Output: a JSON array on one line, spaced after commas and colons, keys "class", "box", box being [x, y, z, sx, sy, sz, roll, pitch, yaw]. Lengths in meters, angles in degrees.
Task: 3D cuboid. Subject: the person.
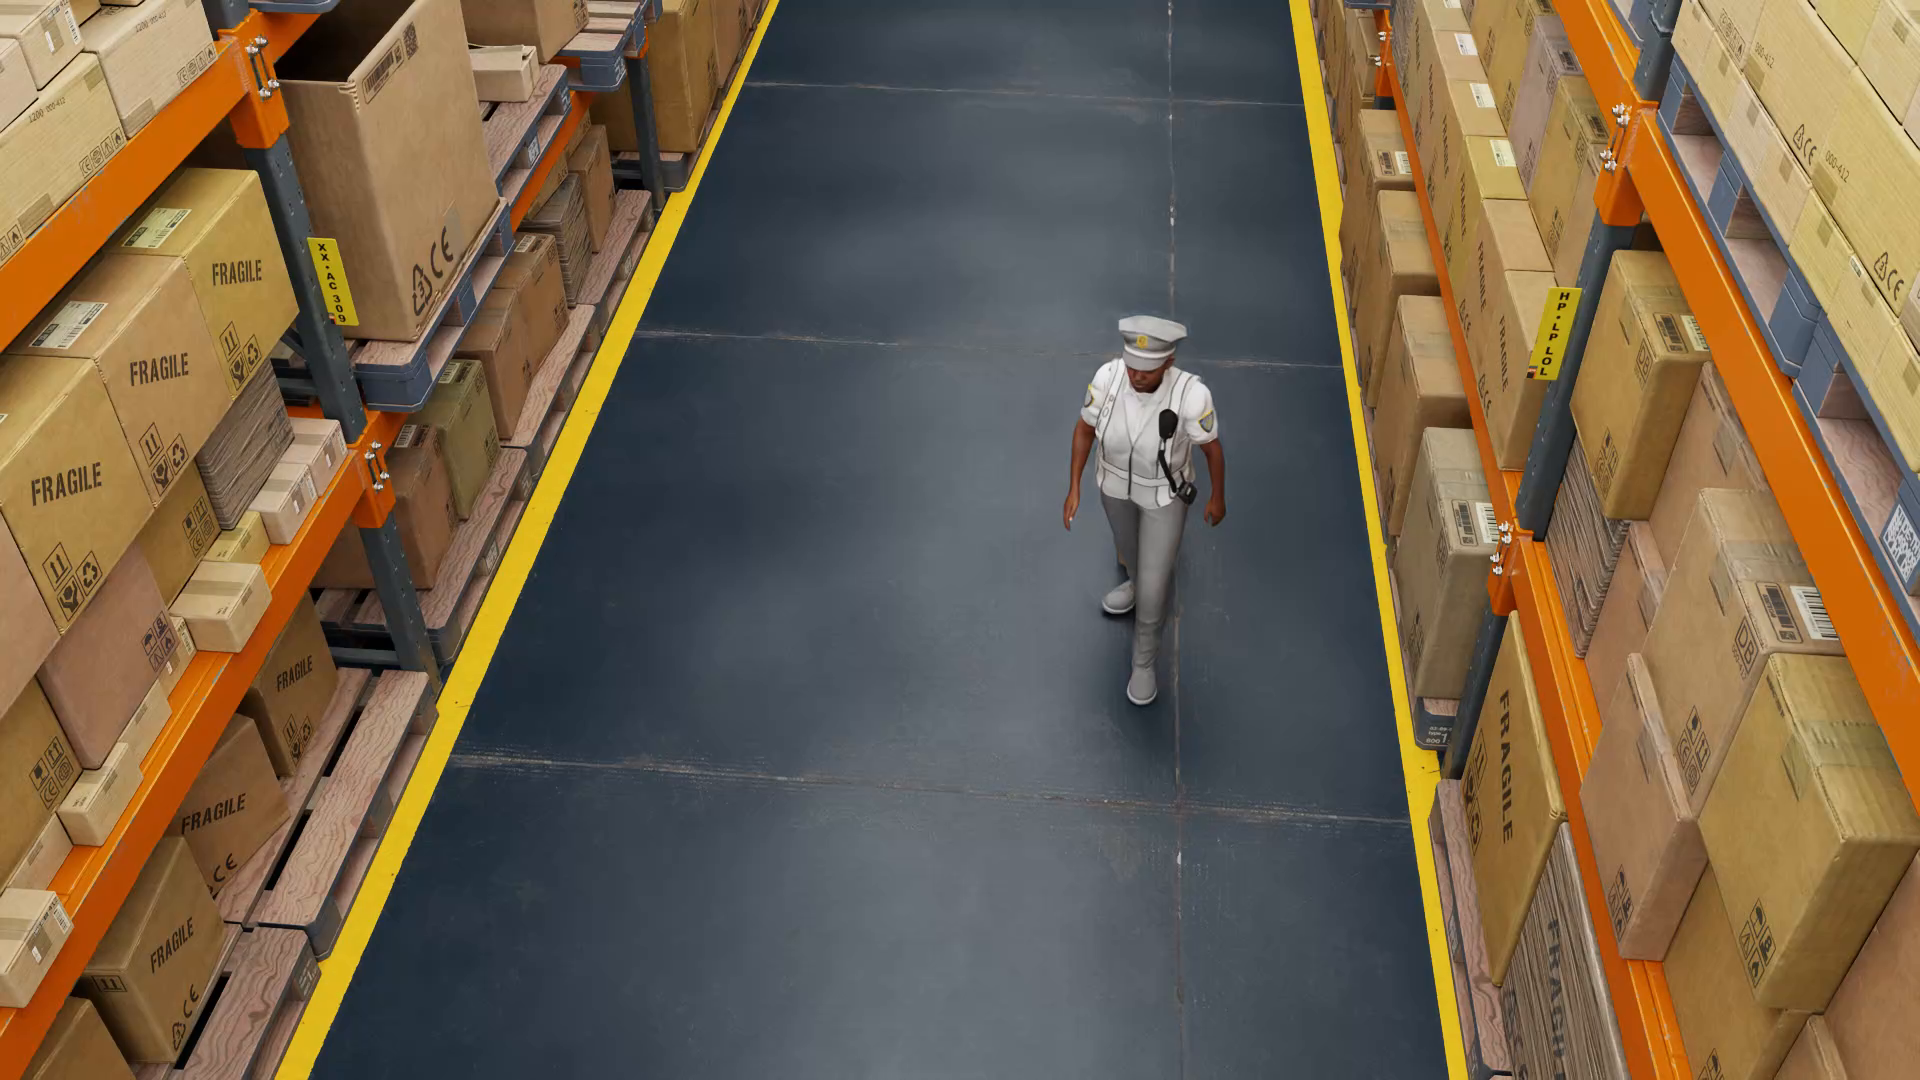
[{"class": "person", "box": [0.732, -0.207, 6.391, 0.570, 1.645, 0.694, 20, 44, 22]}]
